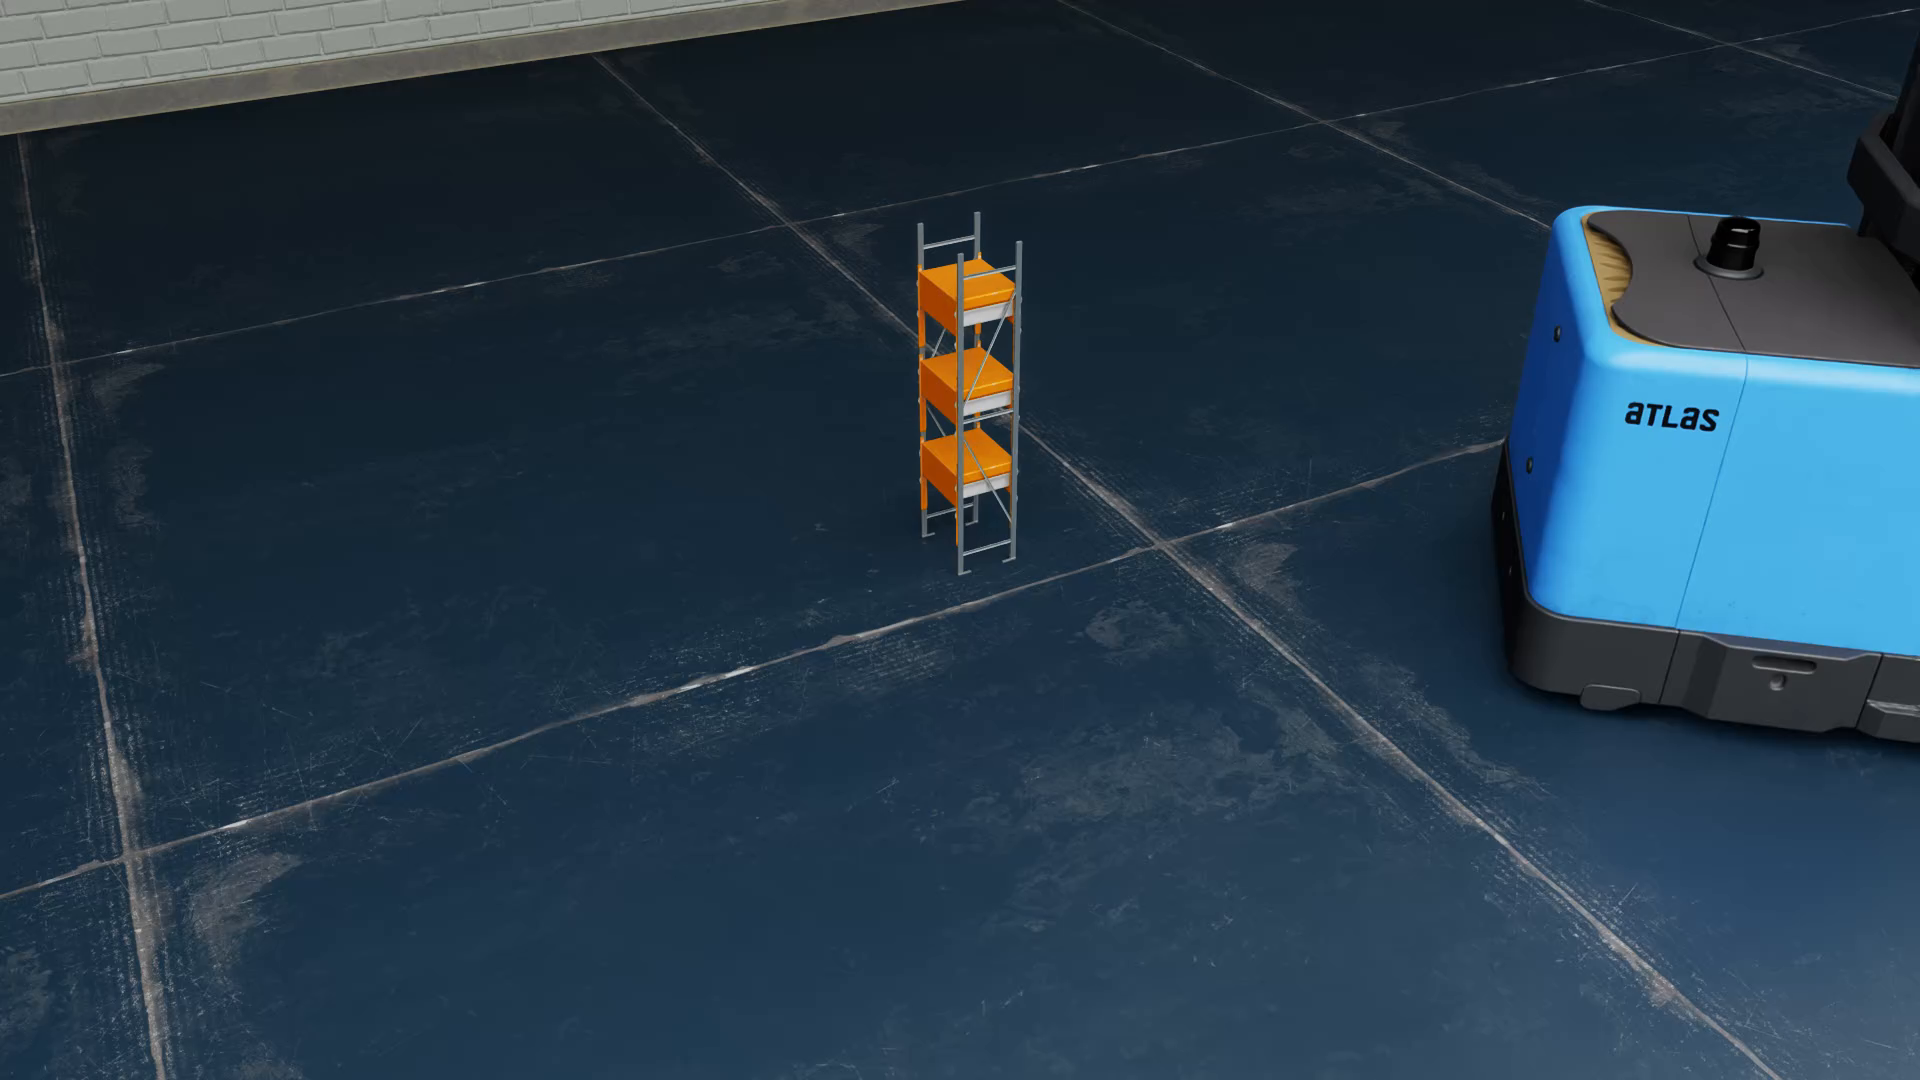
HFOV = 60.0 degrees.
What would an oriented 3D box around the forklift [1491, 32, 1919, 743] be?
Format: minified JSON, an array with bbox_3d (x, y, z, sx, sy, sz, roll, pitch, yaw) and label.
[{"bbox_3d":[3.080,-0.885,3.914,3.031,2.935,1.130,6,33,10],"label":"forklift"}]

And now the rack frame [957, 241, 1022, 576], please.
[{"bbox_3d":[0.082,-0.358,4.836,0.200,1.050,0.008,-16,36,-23],"label":"rack frame"}]

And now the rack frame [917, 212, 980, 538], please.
[{"bbox_3d":[-0.032,-0.475,5.018,0.200,1.050,0.008,-16,36,-23],"label":"rack frame"}]

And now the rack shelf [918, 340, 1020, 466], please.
[{"bbox_3d":[0.025,-0.408,4.933,0.215,0.259,0.240,-16,36,-23],"label":"rack shelf"}]

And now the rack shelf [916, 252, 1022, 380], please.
[{"bbox_3d":[0.025,-0.647,4.780,0.215,0.259,0.240,-16,36,-23],"label":"rack shelf"}]

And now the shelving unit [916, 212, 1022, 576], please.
[{"bbox_3d":[0.025,-0.417,4.927,0.215,1.050,0.252,-16,36,-23],"label":"shelving unit"}]

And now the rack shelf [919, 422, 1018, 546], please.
[{"bbox_3d":[0.025,-0.174,5.083,0.215,0.259,0.240,-16,36,-23],"label":"rack shelf"}]
